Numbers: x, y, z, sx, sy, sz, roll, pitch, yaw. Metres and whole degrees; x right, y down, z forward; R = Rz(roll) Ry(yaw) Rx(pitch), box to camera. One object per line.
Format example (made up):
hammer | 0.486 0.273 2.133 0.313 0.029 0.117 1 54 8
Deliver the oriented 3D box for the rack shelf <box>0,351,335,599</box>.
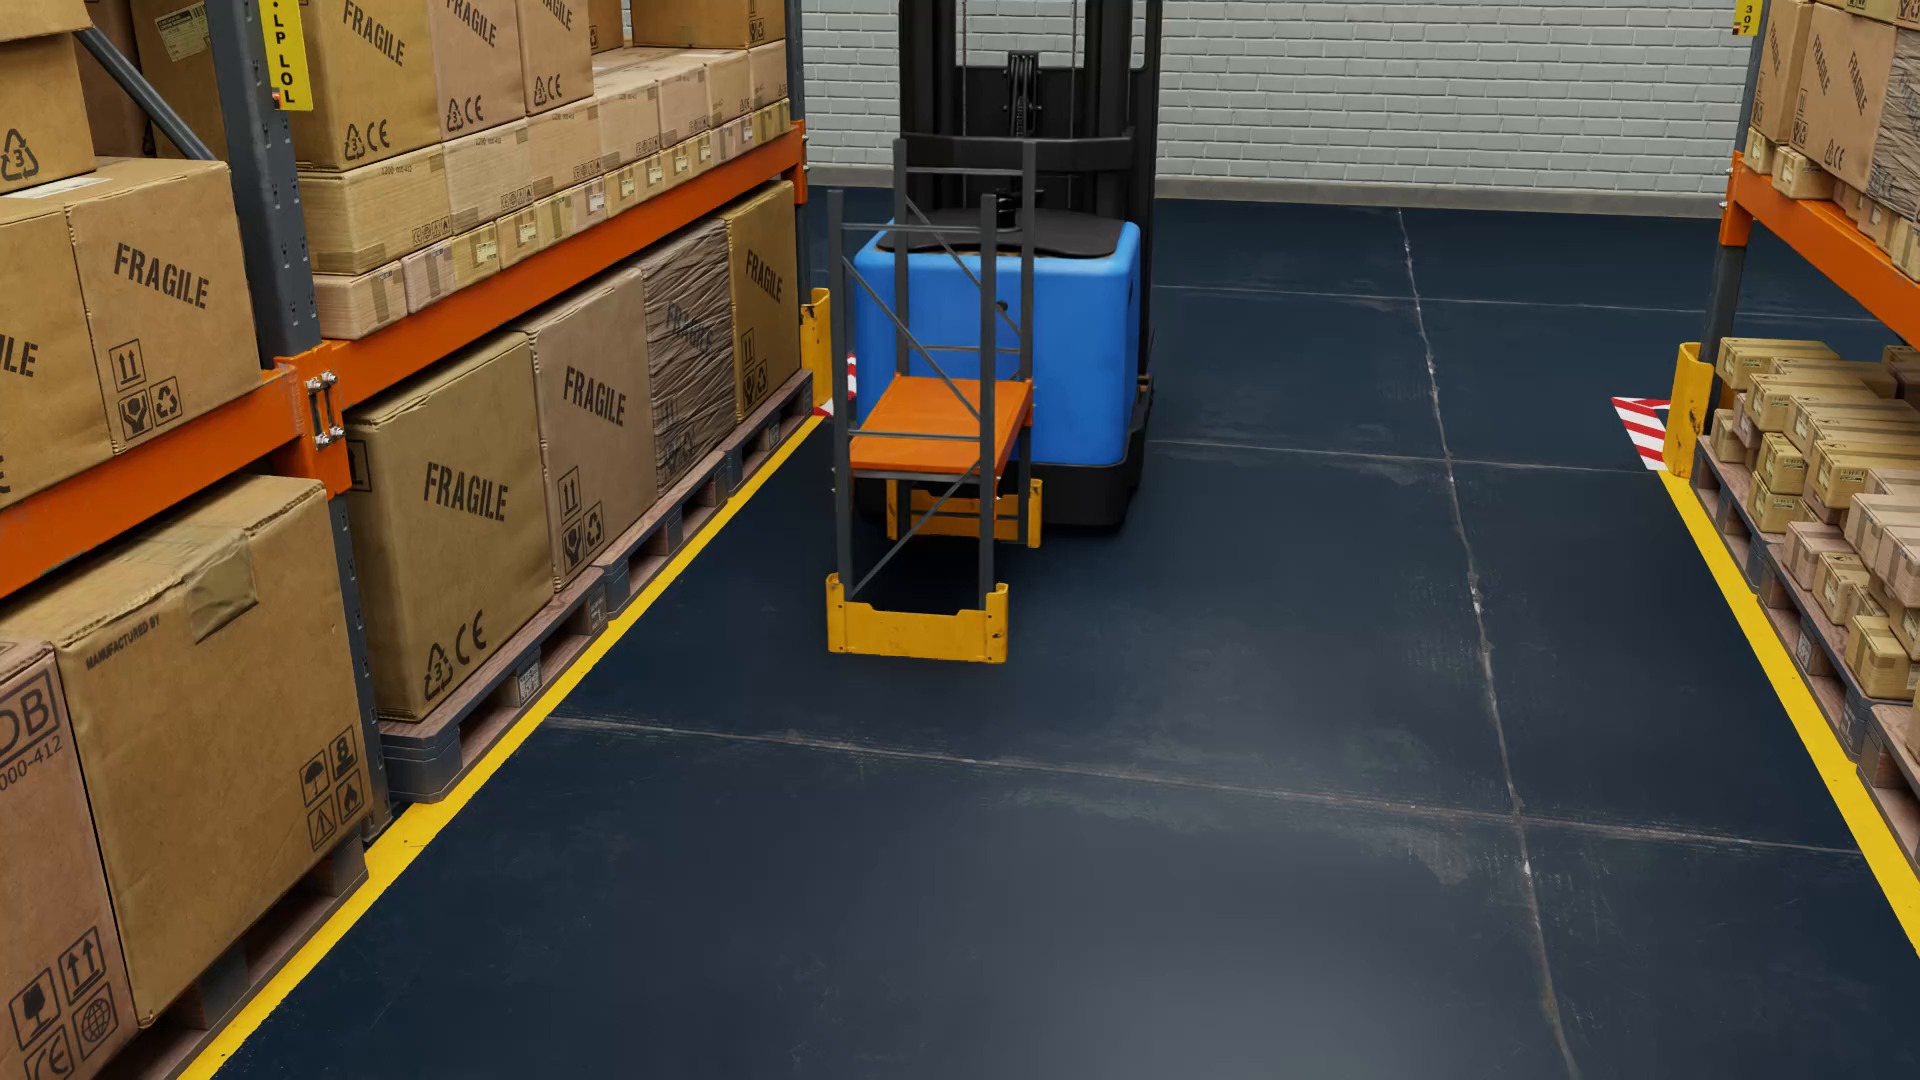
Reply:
rack shelf | -2.433 0.416 2.269 1.077 0.370 4.000 4 22 11

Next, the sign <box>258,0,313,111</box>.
sign | -1.491 -1.112 3.656 0.100 0.325 0.005 4 22 11

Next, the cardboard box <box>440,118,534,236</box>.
cardboard box | -1.566 -1.051 4.751 0.500 0.250 0.500 4 22 11

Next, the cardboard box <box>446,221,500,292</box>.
cardboard box | -1.532 -0.808 4.681 0.380 0.149 0.250 5 23 13

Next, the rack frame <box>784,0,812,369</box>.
rack frame | -1.208 -2.112 7.583 1.000 3.000 0.127 4 22 11

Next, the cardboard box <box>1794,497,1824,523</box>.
cardboard box | 3.071 -0.023 5.651 0.380 0.149 0.250 5 22 11

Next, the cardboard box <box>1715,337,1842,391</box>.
cardboard box | 3.187 -0.680 6.484 0.380 0.149 0.250 3 22 8

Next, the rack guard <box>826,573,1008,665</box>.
rack guard | -0.139 0.254 5.388 0.587 0.250 0.087 3 22 8

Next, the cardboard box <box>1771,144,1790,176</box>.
cardboard box | 3.228 -1.391 6.129 0.380 0.149 0.250 5 23 13

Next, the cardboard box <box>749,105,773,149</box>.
cardboard box | -1.010 -1.745 7.008 0.380 0.149 0.250 5 22 11

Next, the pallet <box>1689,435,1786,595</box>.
pallet | 3.411 -0.082 6.274 1.003 0.211 1.213 4 22 11

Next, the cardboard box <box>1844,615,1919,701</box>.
cardboard box | 2.768 0.345 4.735 0.380 0.149 0.250 4 22 11

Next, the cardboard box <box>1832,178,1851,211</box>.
cardboard box | 3.202 -1.191 5.633 0.380 0.149 0.250 6 23 13

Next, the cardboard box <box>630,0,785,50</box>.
cardboard box | -1.051 -2.330 6.923 0.500 0.500 0.500 5 22 12

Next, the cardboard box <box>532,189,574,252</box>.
cardboard box | -1.428 -0.998 5.153 0.380 0.149 0.250 4 22 10

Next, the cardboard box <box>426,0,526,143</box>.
cardboard box | -1.569 -1.401 4.616 0.500 0.500 0.500 4 22 11

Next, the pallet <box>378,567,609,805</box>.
pallet | -1.793 0.372 5.148 1.003 0.211 1.213 4 22 11

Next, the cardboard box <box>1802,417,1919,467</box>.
cardboard box | 3.036 -0.290 5.516 0.380 0.149 0.250 5 23 13

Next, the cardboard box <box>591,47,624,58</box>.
cardboard box | -1.670 -1.835 6.698 0.500 0.250 0.500 4 22 10

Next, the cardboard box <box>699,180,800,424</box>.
cardboard box | -1.261 -1.081 7.305 0.875 0.875 0.875 4 22 11

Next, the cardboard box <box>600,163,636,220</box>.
cardboard box | -1.322 -1.186 5.619 0.380 0.149 0.250 4 22 9

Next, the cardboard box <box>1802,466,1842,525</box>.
cardboard box | 3.074 -0.154 5.576 0.380 0.149 0.250 3 22 8

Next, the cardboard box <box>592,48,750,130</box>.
cardboard box | -1.152 -1.798 6.605 0.500 0.250 0.500 4 22 10

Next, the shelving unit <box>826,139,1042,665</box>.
shelving unit | -0.062 -0.509 5.611 0.587 1.500 1.083 3 22 8

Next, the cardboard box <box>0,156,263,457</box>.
cardboard box | -1.853 -0.504 3.456 0.500 0.500 0.500 5 22 11

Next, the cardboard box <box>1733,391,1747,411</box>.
cardboard box | 3.268 -0.536 6.524 0.380 0.149 0.250 5 23 13

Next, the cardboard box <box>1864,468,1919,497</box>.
cardboard box | 2.980 -0.098 5.039 0.380 0.149 0.250 5 22 11

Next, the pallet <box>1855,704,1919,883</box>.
pallet | 2.913 0.811 4.058 1.003 0.211 1.213 4 22 11

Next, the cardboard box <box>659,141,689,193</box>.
cardboard box | -1.218 -1.372 6.081 0.380 0.149 0.250 5 22 11

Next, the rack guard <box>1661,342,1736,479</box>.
rack guard | 3.611 -0.510 6.951 1.175 0.500 0.348 4 22 11

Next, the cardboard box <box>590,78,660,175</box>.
cardboard box | -1.357 -1.421 5.669 0.500 0.250 0.500 4 22 11

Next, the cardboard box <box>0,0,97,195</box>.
cardboard box | -2.147 -0.927 3.163 0.797 0.503 0.637 4 22 10

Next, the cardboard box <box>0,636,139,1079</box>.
cardboard box | -2.317 0.704 2.873 1.225 0.875 0.875 4 22 9

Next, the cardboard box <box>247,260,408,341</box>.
cardboard box | -1.639 -0.616 4.204 0.380 0.149 0.250 5 22 11

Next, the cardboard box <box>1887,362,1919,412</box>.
cardboard box | 3.659 -0.545 6.150 0.380 0.149 0.250 5 22 12

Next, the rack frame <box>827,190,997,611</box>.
rack frame | -0.142 -0.318 5.137 0.500 1.500 0.032 3 22 8

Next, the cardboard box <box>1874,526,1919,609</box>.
cardboard box | 2.779 0.084 4.587 0.380 0.149 0.250 3 22 8

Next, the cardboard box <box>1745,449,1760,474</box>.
cardboard box | 3.233 -0.300 6.338 0.380 0.149 0.250 4 22 11

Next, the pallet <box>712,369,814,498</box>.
pallet | -1.295 -0.520 7.363 1.003 0.211 1.213 4 22 11

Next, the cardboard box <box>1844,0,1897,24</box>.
cardboard box | 3.050 -1.828 5.007 0.500 0.500 0.500 4 22 10

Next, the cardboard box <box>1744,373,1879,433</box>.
cardboard box | 3.072 -0.488 6.007 0.380 0.149 0.250 4 22 11

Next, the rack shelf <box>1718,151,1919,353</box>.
rack shelf | 3.218 -0.632 4.871 1.077 0.370 4.000 4 22 11

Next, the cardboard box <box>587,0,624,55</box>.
cardboard box | -1.673 -2.191 6.577 0.500 0.500 0.500 4 22 10

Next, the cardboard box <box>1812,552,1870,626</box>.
cardboard box | 2.904 0.164 5.184 0.380 0.149 0.250 4 22 11

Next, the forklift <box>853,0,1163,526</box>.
forklift | 0.327 -1.928 7.218 1.130 2.935 3.031 3 22 8

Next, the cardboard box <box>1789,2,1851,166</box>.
cardboard box | 3.180 -1.541 5.632 0.500 0.500 0.500 5 22 11

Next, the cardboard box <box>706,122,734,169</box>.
cardboard box | -1.115 -1.562 6.553 0.380 0.149 0.250 5 22 12

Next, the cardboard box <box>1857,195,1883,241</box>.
cardboard box | 3.045 -1.006 5.173 0.380 0.149 0.250 4 22 10

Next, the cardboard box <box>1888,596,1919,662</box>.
cardboard box | 2.824 0.238 4.604 0.380 0.149 0.250 5 22 12

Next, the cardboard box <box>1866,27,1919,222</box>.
cardboard box | 2.970 -1.176 4.726 0.500 0.500 0.500 4 22 10

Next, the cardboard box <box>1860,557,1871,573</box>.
cardboard box | 2.994 0.047 5.078 0.380 0.149 0.250 6 23 13

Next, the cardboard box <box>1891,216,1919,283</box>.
cardboard box | 2.888 -0.817 4.704 0.380 0.149 0.250 5 22 12

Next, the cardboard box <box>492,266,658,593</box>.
cardboard box | -1.628 -0.423 5.671 0.875 0.875 0.875 4 22 11
